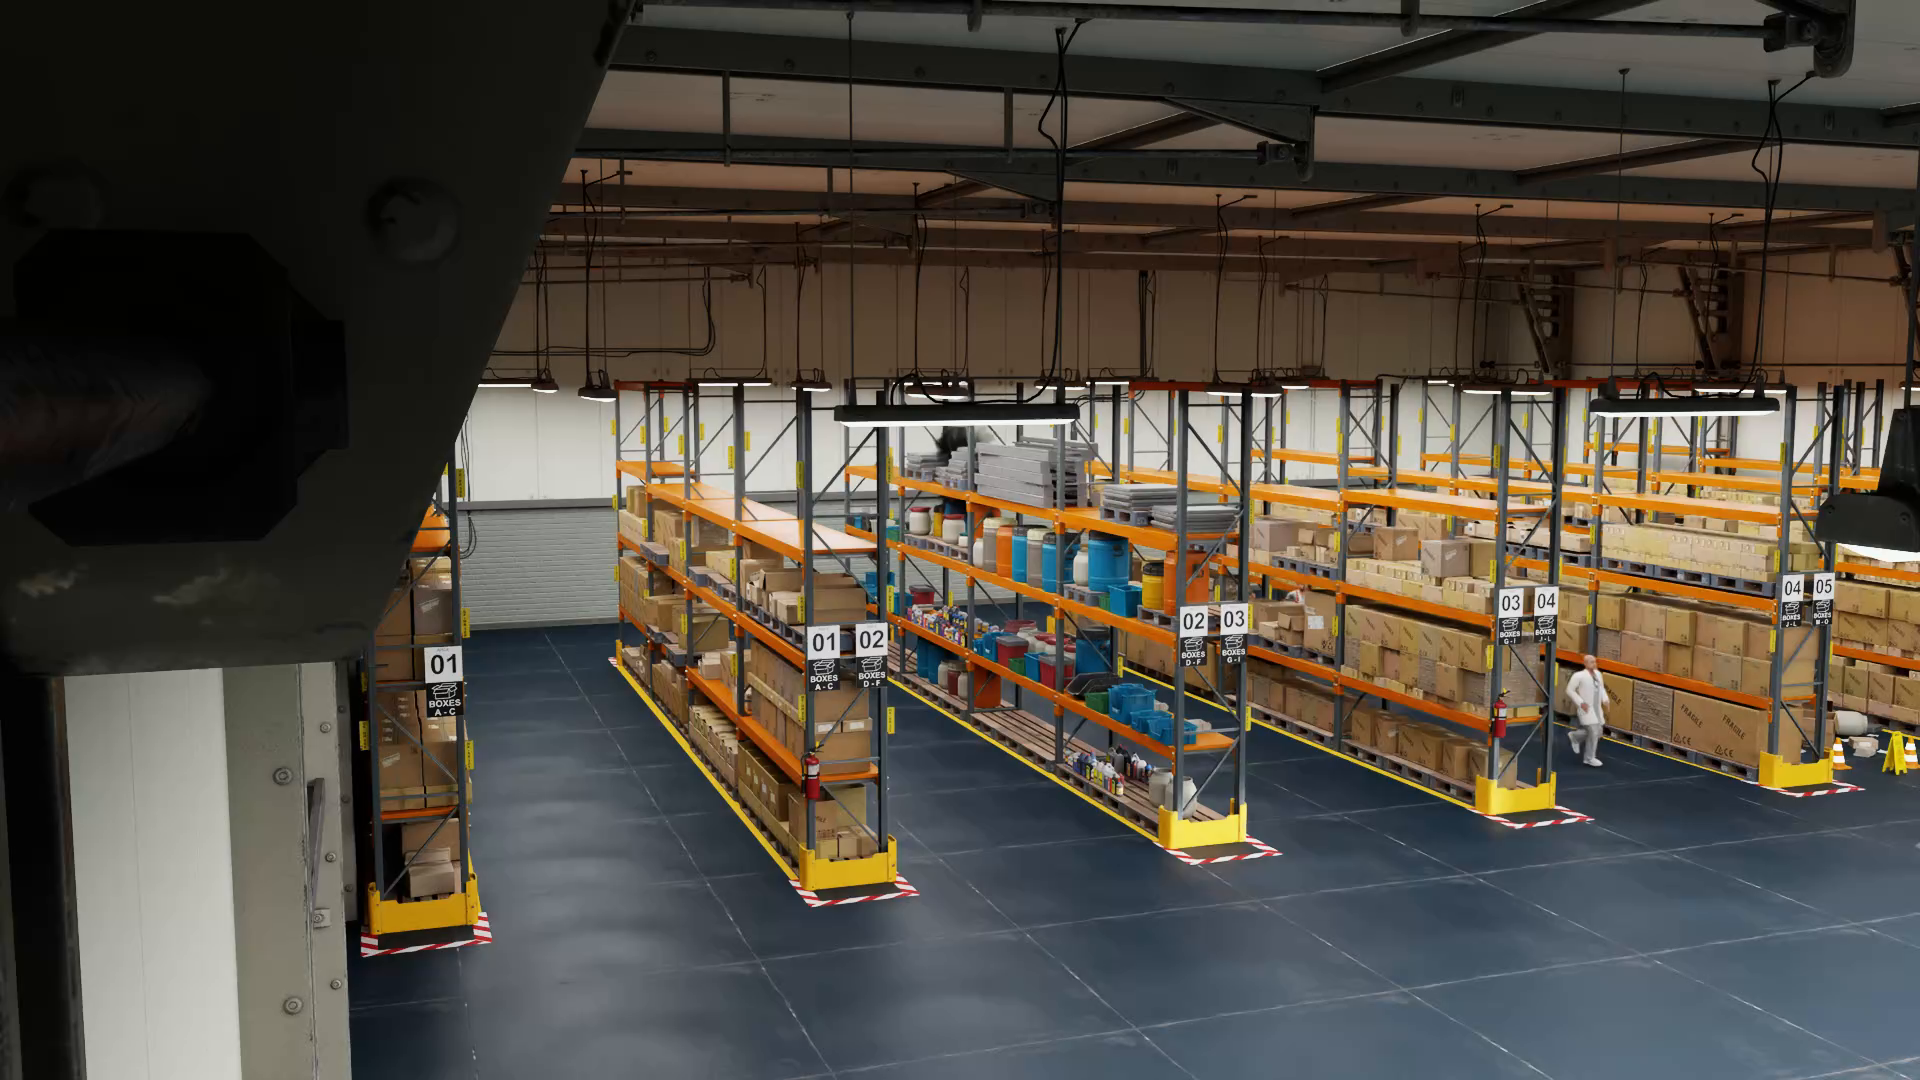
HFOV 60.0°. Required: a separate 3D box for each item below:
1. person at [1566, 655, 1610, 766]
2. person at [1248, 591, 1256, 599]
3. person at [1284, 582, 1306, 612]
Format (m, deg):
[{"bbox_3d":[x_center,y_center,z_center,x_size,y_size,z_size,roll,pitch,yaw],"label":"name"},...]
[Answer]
[{"bbox_3d":[9.931,2.676,26.392,0.752,1.732,0.774,-3,7,-26],"label":"person"},{"bbox_3d":[6.058,1.886,34.453,0.589,1.672,0.687,-2,6,-21],"label":"person"},{"bbox_3d":[7.290,1.696,35.390,0.629,1.815,0.916,-2,6,-16],"label":"person"}]
